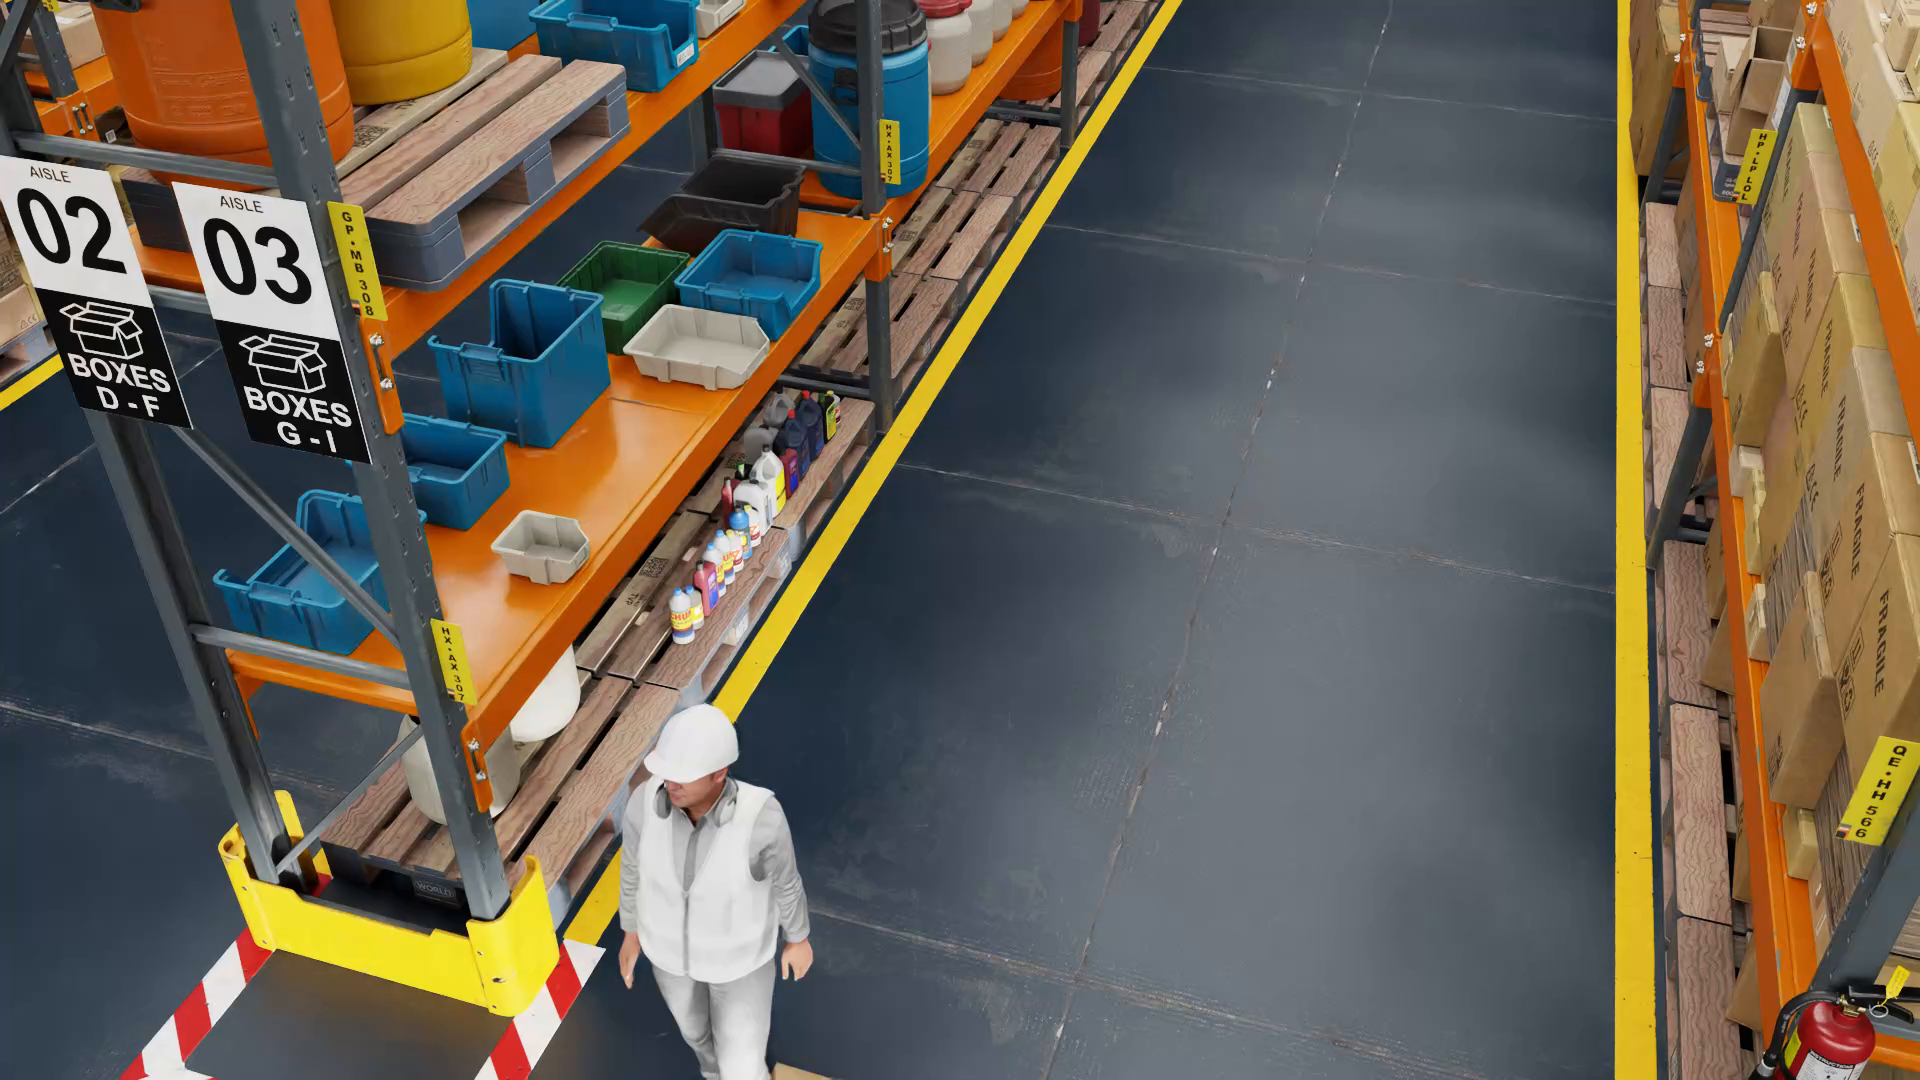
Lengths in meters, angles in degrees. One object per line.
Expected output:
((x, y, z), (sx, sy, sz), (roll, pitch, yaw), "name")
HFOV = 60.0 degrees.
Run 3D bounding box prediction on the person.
((-0.781, 1.294, 5.149), (0.584, 1.821, 0.494), (9, 38, 11), "person")
